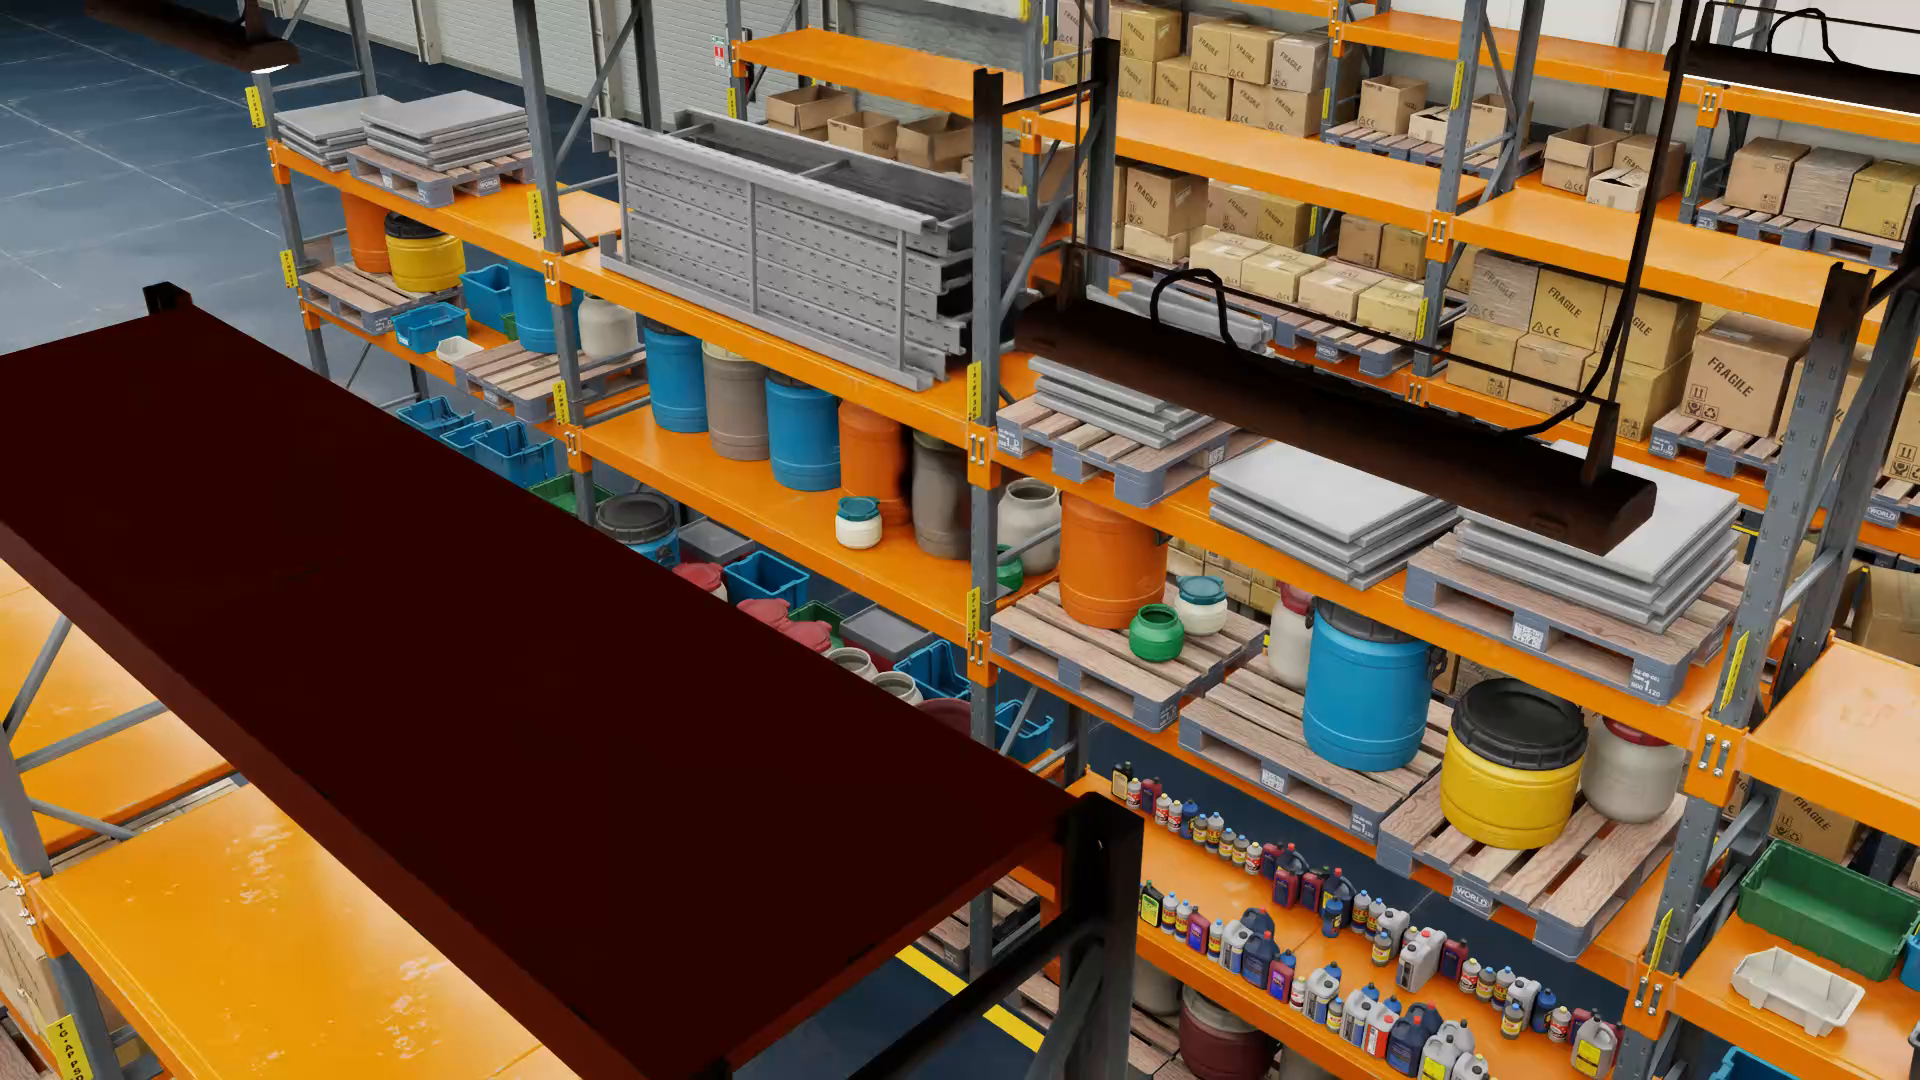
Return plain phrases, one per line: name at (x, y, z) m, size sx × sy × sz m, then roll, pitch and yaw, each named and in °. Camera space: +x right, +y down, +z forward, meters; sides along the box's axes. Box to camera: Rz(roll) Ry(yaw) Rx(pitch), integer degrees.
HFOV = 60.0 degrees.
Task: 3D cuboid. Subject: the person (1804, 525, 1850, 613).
person at (7.422, 0.076, 14.435) m, size 0.802 × 1.666 × 0.572 m, roll 24°, pitch 37°, yaw 36°
